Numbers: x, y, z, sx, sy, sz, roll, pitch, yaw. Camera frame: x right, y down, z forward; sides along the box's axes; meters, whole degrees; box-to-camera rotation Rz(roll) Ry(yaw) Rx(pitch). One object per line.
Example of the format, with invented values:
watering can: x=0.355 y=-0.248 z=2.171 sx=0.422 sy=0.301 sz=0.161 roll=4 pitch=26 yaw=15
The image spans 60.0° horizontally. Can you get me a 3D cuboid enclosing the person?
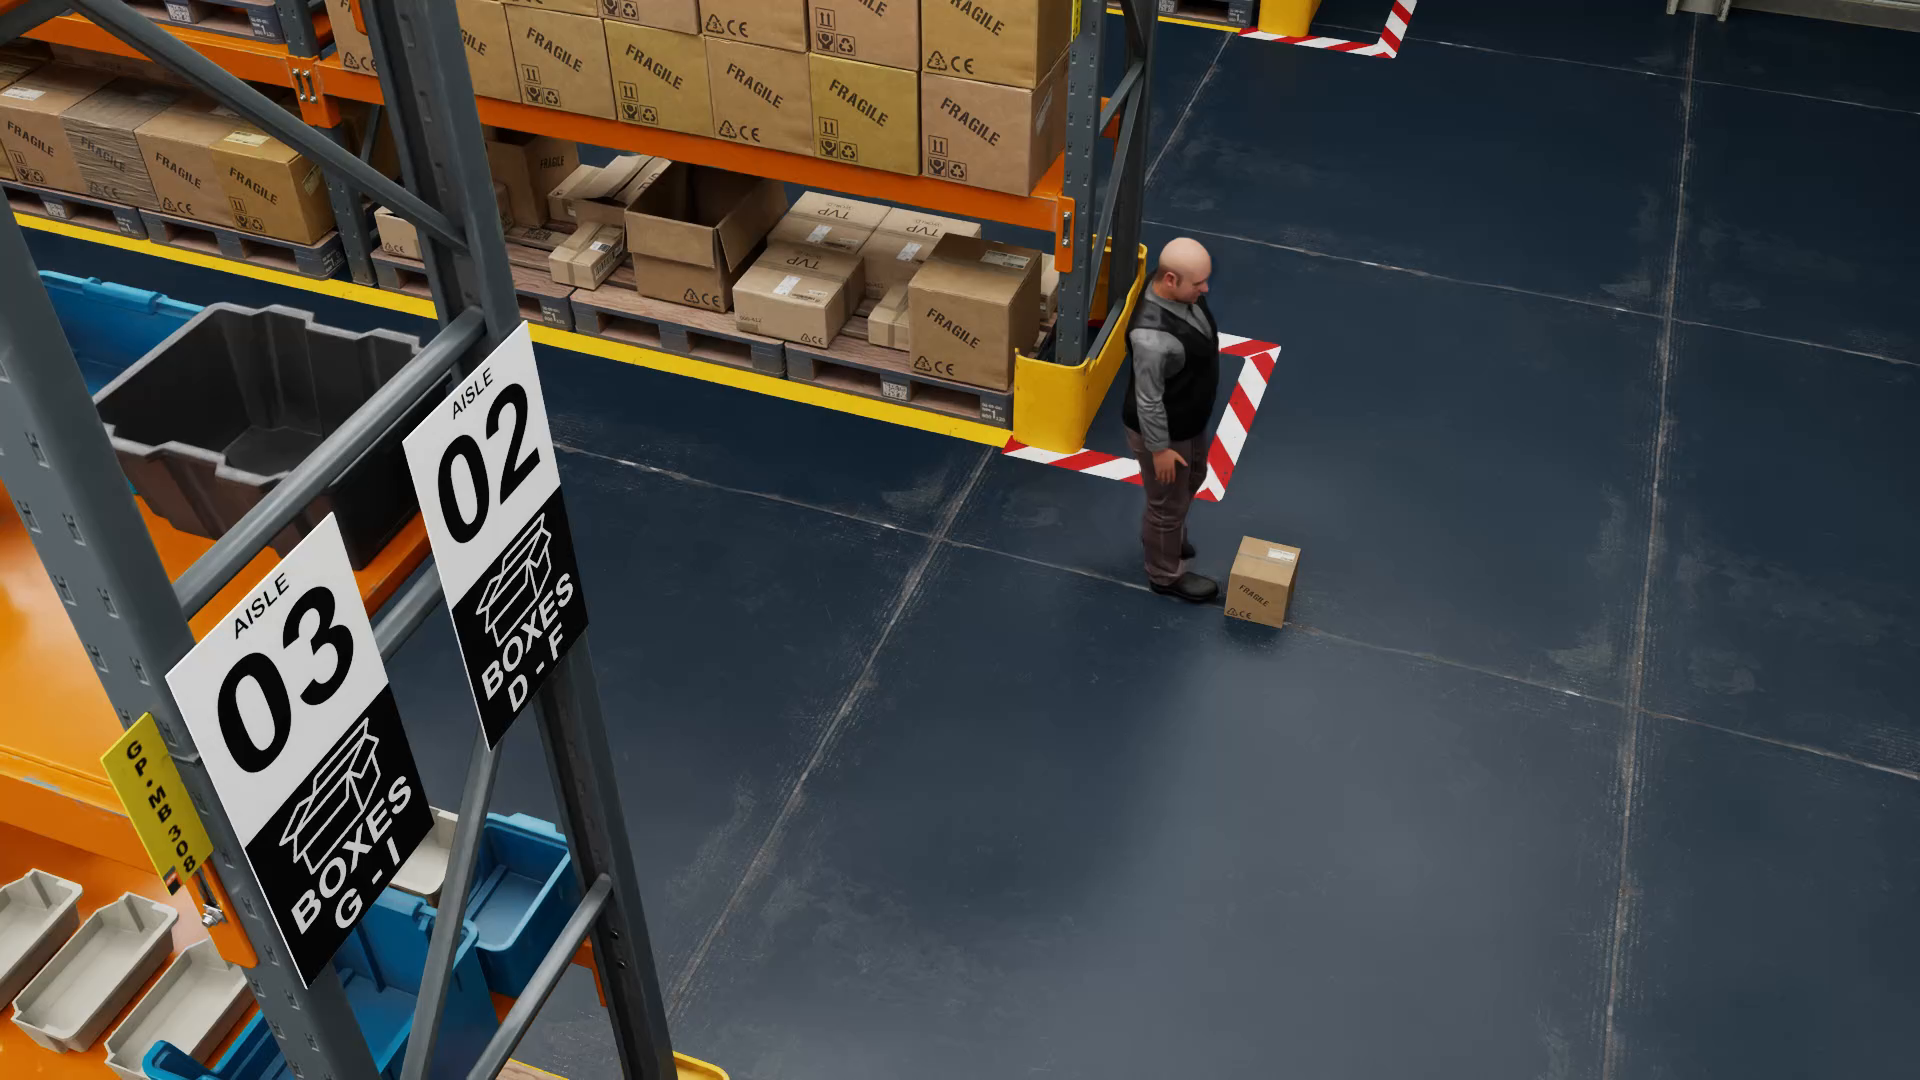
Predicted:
person: x=0.898 y=-0.441 z=6.713 sx=0.477 sy=1.798 sz=0.585 roll=13 pitch=43 yaw=14
